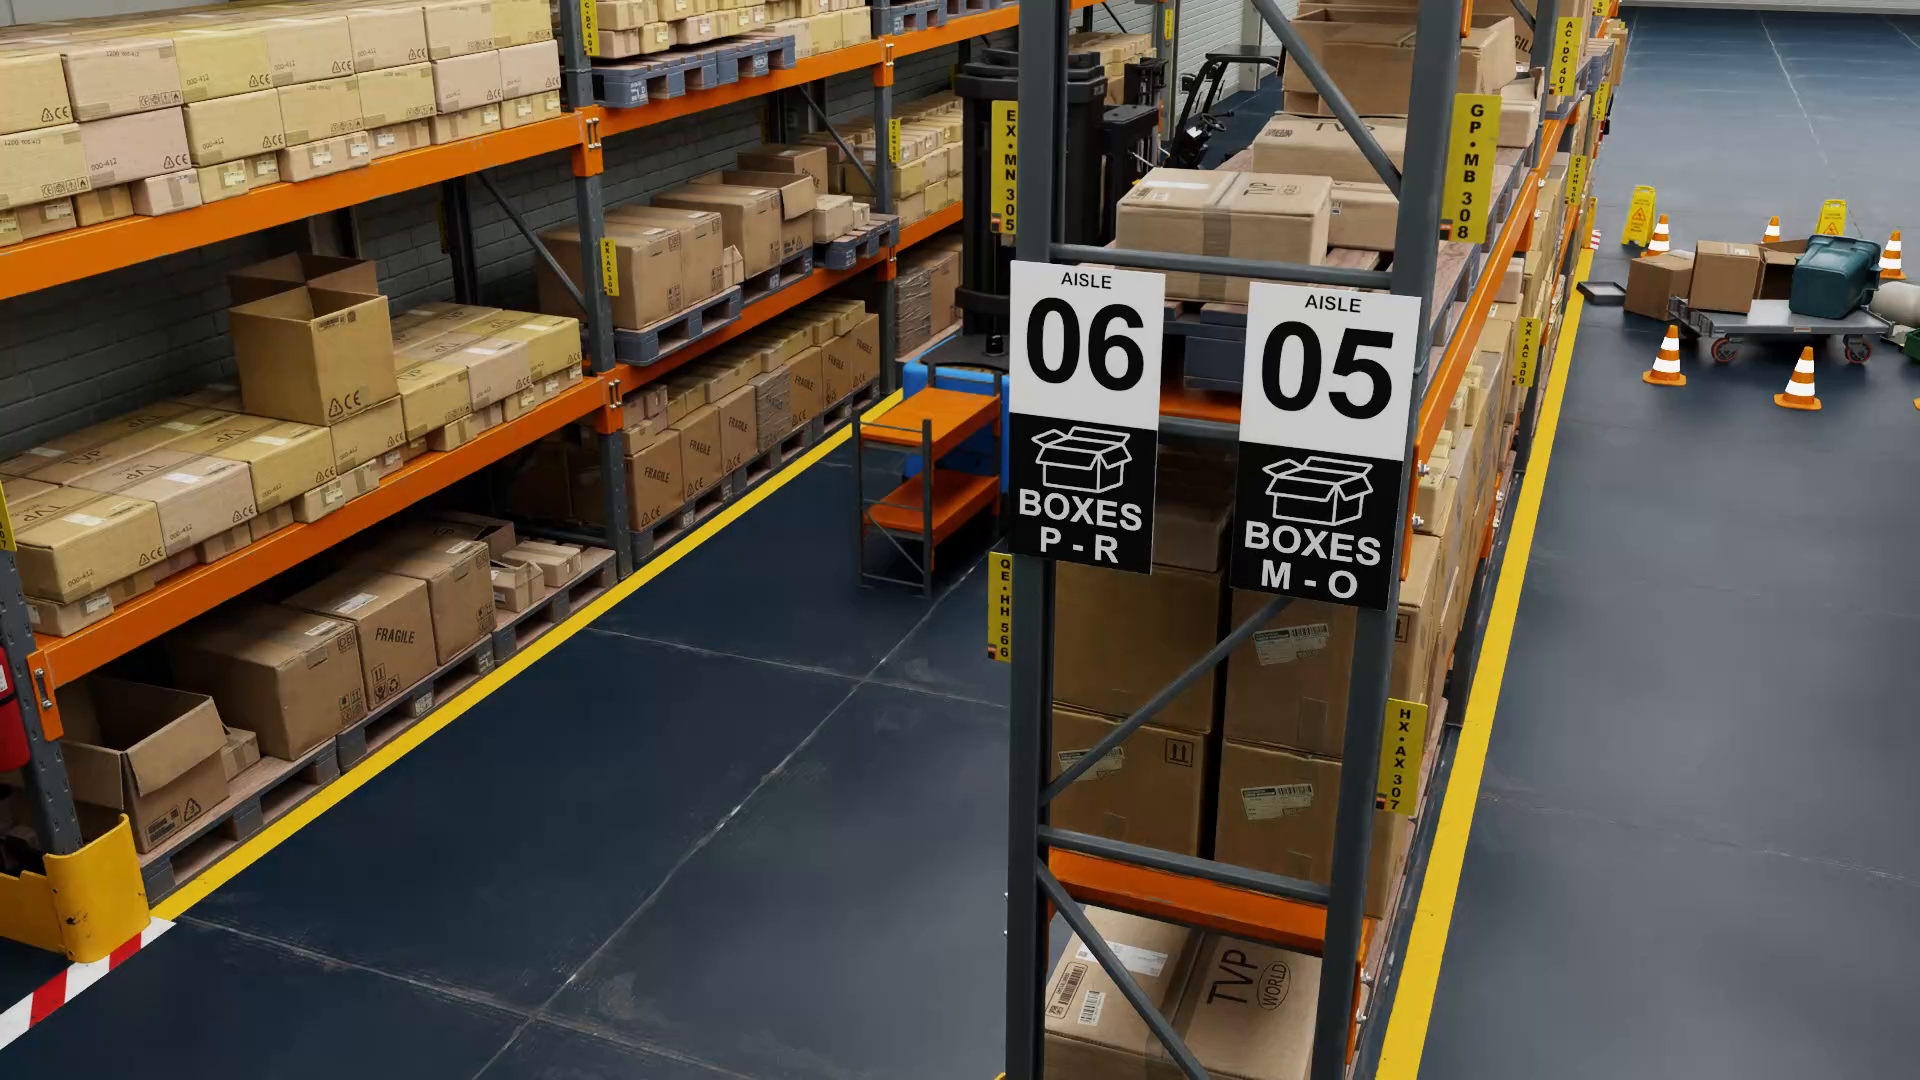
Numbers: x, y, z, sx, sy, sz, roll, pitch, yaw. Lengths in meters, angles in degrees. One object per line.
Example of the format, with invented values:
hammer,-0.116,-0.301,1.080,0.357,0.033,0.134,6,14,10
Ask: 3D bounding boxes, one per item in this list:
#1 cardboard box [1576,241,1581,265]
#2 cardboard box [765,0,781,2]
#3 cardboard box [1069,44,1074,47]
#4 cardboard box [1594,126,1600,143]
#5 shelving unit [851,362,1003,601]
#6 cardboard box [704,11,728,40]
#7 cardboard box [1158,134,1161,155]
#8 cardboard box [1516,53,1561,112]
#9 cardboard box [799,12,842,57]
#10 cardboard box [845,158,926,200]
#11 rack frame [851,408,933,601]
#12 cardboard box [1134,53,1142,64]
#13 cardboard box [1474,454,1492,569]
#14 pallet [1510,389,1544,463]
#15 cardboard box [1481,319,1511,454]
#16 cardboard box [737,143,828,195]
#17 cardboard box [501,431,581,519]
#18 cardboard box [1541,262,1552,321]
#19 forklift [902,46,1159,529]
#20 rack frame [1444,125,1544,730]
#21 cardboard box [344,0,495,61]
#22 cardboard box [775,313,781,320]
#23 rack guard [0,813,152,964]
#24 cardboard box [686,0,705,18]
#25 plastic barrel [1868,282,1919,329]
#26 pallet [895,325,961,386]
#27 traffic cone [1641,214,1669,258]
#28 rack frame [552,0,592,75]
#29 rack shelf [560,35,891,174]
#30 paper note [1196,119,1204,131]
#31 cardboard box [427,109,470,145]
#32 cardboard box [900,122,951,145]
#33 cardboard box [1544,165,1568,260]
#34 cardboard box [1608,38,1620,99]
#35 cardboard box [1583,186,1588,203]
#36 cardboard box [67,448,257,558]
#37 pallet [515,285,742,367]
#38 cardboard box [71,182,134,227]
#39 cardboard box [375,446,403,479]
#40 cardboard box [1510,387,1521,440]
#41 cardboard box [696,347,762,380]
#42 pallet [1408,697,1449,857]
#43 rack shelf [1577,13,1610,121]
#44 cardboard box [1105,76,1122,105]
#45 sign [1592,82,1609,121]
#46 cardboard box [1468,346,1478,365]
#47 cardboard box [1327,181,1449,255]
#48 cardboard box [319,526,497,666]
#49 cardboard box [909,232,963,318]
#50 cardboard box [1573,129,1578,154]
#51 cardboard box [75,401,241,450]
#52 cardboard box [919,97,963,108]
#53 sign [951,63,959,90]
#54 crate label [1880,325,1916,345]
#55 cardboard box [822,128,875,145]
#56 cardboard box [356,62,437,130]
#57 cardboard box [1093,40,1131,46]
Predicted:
cardboard box,6.128,-3.034,17.145,0.500,0.250,0.500,8,24,18
cardboard box,-1.349,-3.662,11.026,0.380,0.149,0.250,9,24,20
cardboard box,1.051,-5.462,18.578,0.380,0.149,0.250,8,24,19
cardboard box,6.453,-4.237,17.329,0.380,0.149,0.250,9,24,21
shelving unit,-0.185,-0.381,10.204,0.538,1.125,1.048,10,25,23
cardboard box,-1.642,-3.149,10.156,0.380,0.149,0.250,8,24,19
cardboard box,2.076,-4.696,19.825,0.500,0.250,0.500,10,25,22
cardboard box,2.621,-2.160,7.767,0.396,0.266,0.258,9,24,20
cardboard box,-1.165,-3.572,11.714,0.500,0.250,0.500,9,24,20
cardboard box,-0.599,-2.938,13.437,0.500,0.250,0.500,9,24,20
rack frame,-0.397,-0.203,9.777,0.500,1.125,0.032,10,25,23
cardboard box,1.868,-5.520,19.103,0.380,0.149,0.250,9,24,21
cardboard box,1.989,-0.174,7.145,0.500,0.500,0.500,8,24,19
pallet,3.887,-0.939,12.725,1.003,0.211,1.213,9,24,20
cardboard box,1.995,-0.634,6.949,0.500,0.500,0.500,8,24,19
cardboard box,-1.350,-2.734,12.729,0.500,0.500,0.500,10,25,23
cardboard box,-2.592,-0.483,10.713,0.500,0.500,0.500,9,24,20
cardboard box,3.294,-1.528,10.063,0.500,0.250,0.500,8,24,19
forklift,0.688,-1.931,11.571,1.130,2.935,3.031,10,25,23
rack frame,2.110,-0.515,8.092,1.000,3.000,0.127,9,24,20
cardboard box,-2.644,-2.509,8.134,0.500,0.250,0.500,8,24,19
cardboard box,-1.621,-1.762,12.934,0.380,0.149,0.250,10,25,22
rack guard,-3.957,1.333,6.910,1.175,0.500,0.348,9,24,20
cardboard box,-1.744,-3.200,9.894,0.380,0.149,0.250,8,24,19
plastic barrel,8.712,-2.142,15.330,0.421,0.421,0.512,-12,25,-26
pallet,-0.672,-1.658,14.446,1.003,0.211,1.213,9,24,20
traffic cone,7.605,-3.300,18.051,0.336,0.463,0.334,9,24,20
rack frame,-2.500,-3.993,8.634,1.000,3.000,0.127,9,24,20
rack shelf,-1.757,-2.992,11.064,1.077,0.370,4.000,9,24,20
paper note,0.864,-1.499,6.004,0.006,0.032,0.123,9,24,20
cardboard box,-2.656,-2.053,8.206,0.380,0.149,0.250,9,24,20
cardboard box,-0.302,-3.454,14.156,0.380,0.149,0.250,9,24,21
cardboard box,3.464,-2.047,10.332,0.500,0.500,0.500,9,24,21
cardboard box,5.868,-4.505,15.830,0.700,0.500,0.500,8,24,19
cardboard box,5.843,-3.341,16.065,0.380,0.149,0.250,10,25,22
cardboard box,-3.380,-0.165,7.063,0.500,0.250,0.500,9,24,21
pallet,-2.102,-1.406,10.474,1.003,0.211,1.213,9,24,20
cardboard box,-3.467,-1.329,6.474,0.380,0.149,0.250,9,24,20
cardboard box,-2.974,-0.409,8.163,0.380,0.149,0.250,9,24,20
cardboard box,2.709,-0.751,8.851,0.500,0.250,0.500,8,24,19
cardboard box,-1.620,-1.232,11.663,0.380,0.149,0.250,9,24,20
pallet,1.755,1.032,8.005,1.003,0.211,1.213,9,24,20
rack shelf,4.339,-3.715,12.793,1.077,0.370,4.000,9,24,20
cardboard box,1.451,-4.802,18.225,0.500,0.500,0.500,9,24,20
sign,5.598,-3.834,14.535,0.100,0.325,0.005,9,24,20
cardboard box,1.680,-0.628,6.093,0.380,0.149,0.250,9,24,20
cardboard box,1.242,-0.948,4.888,0.380,0.149,0.250,10,25,22
cardboard box,-2.931,0.289,8.864,0.700,0.500,0.500,8,24,18
cardboard box,-0.284,-2.451,15.263,0.875,0.625,0.625,8,24,18
cardboard box,4.356,-2.830,12.573,0.500,0.500,0.500,9,24,21
cardboard box,-3.680,-0.425,7.684,0.500,0.250,0.500,10,25,22
cardboard box,-0.176,-4.066,15.620,0.380,0.149,0.250,9,24,20
sign,-0.044,-4.602,16.650,0.100,0.325,0.005,9,24,20
crate label,8.476,-1.853,15.009,0.298,0.136,0.250,-7,24,-17
cardboard box,-0.935,-3.340,13.884,0.380,0.149,0.250,9,24,20
cardboard box,-2.831,-2.099,7.800,0.500,0.250,0.500,9,24,21
cardboard box,1.724,-5.575,18.847,0.380,0.149,0.250,9,24,20
